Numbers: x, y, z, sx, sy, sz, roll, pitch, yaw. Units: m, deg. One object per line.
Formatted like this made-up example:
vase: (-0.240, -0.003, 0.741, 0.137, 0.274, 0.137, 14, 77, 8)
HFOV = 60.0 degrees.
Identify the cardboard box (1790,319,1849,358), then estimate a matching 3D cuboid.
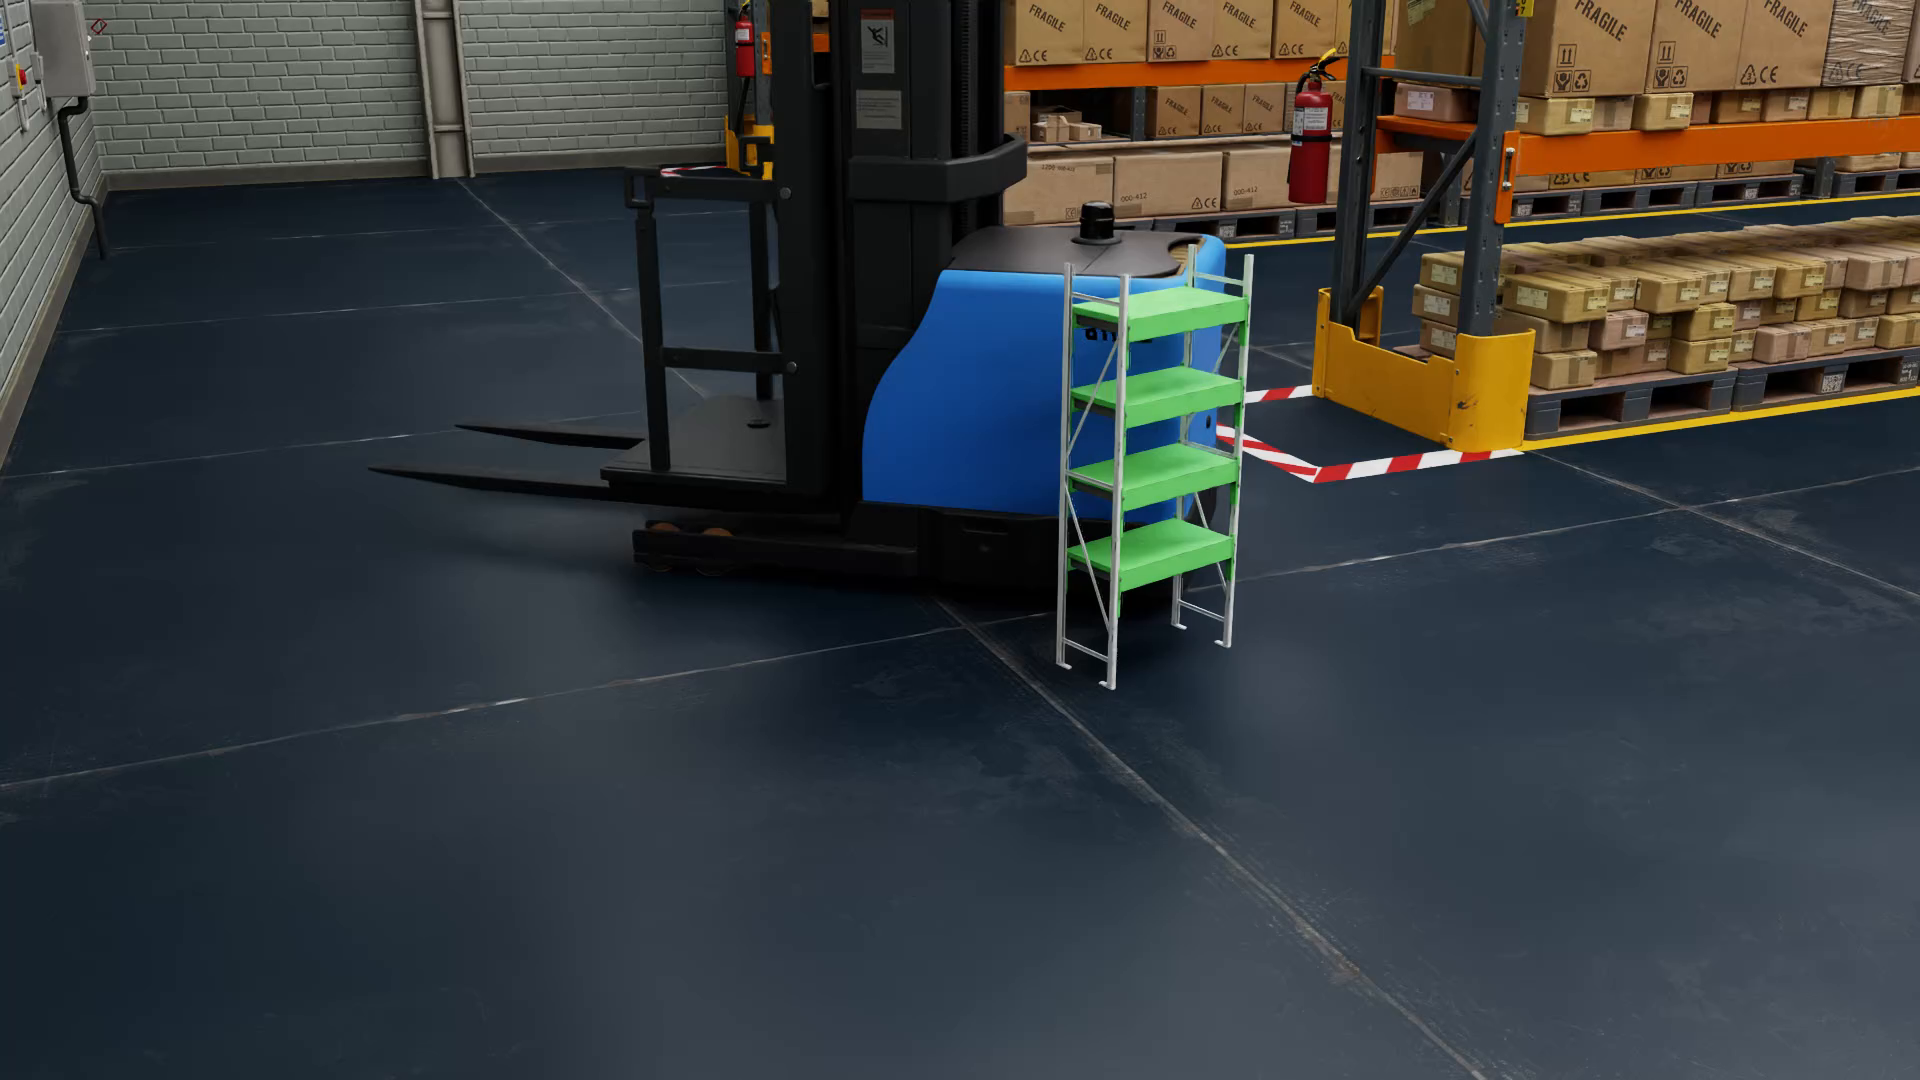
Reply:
cardboard box: (4.020, -0.999, 8.004, 0.250, 0.149, 0.380, -8, 21, -22)

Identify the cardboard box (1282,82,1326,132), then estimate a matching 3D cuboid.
cardboard box: (3.603, -4.721, 18.044, 0.500, 0.500, 0.500, -9, 21, -24)

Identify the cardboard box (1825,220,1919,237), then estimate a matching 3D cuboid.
cardboard box: (4.782, -1.579, 8.754, 0.250, 0.149, 0.380, -8, 21, -23)

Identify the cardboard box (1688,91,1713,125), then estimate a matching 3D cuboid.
cardboard box: (3.093, -1.932, 7.372, 0.250, 0.149, 0.380, -7, 21, -19)

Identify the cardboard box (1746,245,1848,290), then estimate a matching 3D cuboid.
cardboard box: (4.006, -1.308, 7.985, 0.250, 0.149, 0.380, -8, 21, -22)

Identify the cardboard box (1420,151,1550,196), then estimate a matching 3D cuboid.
cardboard box: (4.154, -3.291, 13.420, 0.875, 0.875, 0.875, -7, 21, -20)

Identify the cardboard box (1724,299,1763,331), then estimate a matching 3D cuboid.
cardboard box: (3.527, -1.094, 7.825, 0.250, 0.149, 0.380, -9, 21, -25)

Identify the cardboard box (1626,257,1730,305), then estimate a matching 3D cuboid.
cardboard box: (3.295, -1.191, 7.654, 0.250, 0.149, 0.380, -9, 21, -25)

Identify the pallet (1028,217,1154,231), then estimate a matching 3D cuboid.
pallet: (0.646, -2.277, 12.172, 1.213, 0.211, 1.003, -8, 21, -22)

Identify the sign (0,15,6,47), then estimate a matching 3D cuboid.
sign: (-5.262, -2.819, 9.105, 0.001, 0.218, 0.327, -8, 21, -22)

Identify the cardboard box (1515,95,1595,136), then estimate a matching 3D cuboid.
cardboard box: (2.424, -1.791, 6.971, 0.250, 0.149, 0.380, -8, 21, -22)

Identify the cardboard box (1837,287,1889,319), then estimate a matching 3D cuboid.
cardboard box: (4.274, -1.197, 8.117, 0.250, 0.149, 0.380, -9, 21, -24)

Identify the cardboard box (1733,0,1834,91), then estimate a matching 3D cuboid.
cardboard box: (3.454, -2.268, 7.349, 0.500, 0.500, 0.500, -8, 21, -21)

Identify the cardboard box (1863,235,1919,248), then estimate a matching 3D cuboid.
cardboard box: (4.732, -1.410, 8.275, 0.250, 0.149, 0.380, -7, 21, -20)

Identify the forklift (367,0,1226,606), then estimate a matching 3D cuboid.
forklift: (-0.630, -1.419, 5.640, 3.031, 2.935, 1.130, 5, 20, 14)

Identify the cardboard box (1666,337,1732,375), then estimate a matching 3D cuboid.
cardboard box: (3.316, -0.886, 7.683, 0.250, 0.149, 0.380, -8, 21, -21)

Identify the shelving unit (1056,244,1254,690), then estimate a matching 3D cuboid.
shelving unit: (0.558, -0.216, 4.830, 0.503, 1.200, 0.258, -15, 24, -36)

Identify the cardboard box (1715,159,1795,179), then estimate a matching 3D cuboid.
cardboard box: (6.622, -3.646, 14.428, 0.875, 0.875, 0.875, -8, 21, -22)

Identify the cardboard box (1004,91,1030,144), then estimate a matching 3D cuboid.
cardboard box: (0.326, -4.284, 16.805, 0.500, 0.500, 0.700, -9, 21, -24)

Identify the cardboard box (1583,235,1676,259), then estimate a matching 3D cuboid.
cardboard box: (3.311, -1.403, 8.256, 0.250, 0.149, 0.380, -7, 21, -20)

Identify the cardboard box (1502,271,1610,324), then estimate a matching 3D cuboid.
cardboard box: (2.612, -1.066, 7.299, 0.250, 0.149, 0.380, -9, 21, -24)

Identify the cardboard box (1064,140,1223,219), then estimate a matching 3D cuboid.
cardboard box: (1.346, -2.693, 12.380, 0.875, 0.438, 0.875, -8, 21, -20)

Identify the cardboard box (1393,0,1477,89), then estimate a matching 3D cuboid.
cardboard box: (2.307, -2.292, 7.417, 0.500, 0.500, 0.500, -8, 21, -21)

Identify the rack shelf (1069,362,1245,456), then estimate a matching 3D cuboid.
rack shelf: (0.558, -0.383, 4.772, 0.480, 0.148, 0.258, -15, 24, -36)

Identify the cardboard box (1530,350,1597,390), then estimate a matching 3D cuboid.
cardboard box: (2.604, -0.792, 7.415, 0.250, 0.149, 0.380, -8, 21, -21)

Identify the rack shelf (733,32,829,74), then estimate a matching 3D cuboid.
rack shelf: (-0.190, -4.900, 16.506, 4.000, 0.370, 1.077, -8, 21, -22)

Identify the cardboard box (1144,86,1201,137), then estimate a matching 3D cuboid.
cardboard box: (2.180, -4.517, 17.465, 0.500, 0.500, 0.500, -7, 21, -20)

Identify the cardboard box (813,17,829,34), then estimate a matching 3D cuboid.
cardboard box: (-1.401, -4.865, 15.701, 0.250, 0.149, 0.380, -8, 21, -21)

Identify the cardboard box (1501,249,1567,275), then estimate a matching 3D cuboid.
cardboard box: (2.636, -1.264, 7.859, 0.250, 0.149, 0.380, -8, 21, -21)

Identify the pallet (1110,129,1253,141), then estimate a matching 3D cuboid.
pallet: (2.378, -4.306, 17.934, 1.213, 0.211, 1.003, -8, 21, -22)

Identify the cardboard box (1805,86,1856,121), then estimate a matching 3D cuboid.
cardboard box: (3.836, -2.012, 7.598, 0.250, 0.149, 0.380, -7, 21, -20)

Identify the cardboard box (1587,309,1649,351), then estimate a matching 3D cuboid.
cardboard box: (2.853, -0.970, 7.474, 0.250, 0.149, 0.380, -8, 21, -22)

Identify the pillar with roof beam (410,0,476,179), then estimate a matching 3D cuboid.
pillar with roof beam: (-3.154, -6.414, 10.688, 0.400, 9.000, 9.100, -8, 21, -22)

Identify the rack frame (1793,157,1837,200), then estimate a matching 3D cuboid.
rack frame: (7.289, -4.516, 14.331, 0.127, 3.000, 1.000, -8, 21, -22)

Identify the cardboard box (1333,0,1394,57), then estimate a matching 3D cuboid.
cardboard box: (2.821, -3.828, 12.228, 0.500, 0.500, 0.500, -9, 21, -23)

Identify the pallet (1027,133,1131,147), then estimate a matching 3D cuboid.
pallet: (1.015, -4.097, 17.341, 1.213, 0.211, 1.003, -8, 21, -22)

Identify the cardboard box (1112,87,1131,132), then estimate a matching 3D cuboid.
cardboard box: (1.980, -4.677, 17.919, 0.500, 0.500, 0.500, -8, 21, -22)

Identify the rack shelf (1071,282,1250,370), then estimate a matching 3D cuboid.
rack shelf: (0.558, -0.609, 4.692, 0.480, 0.148, 0.258, -15, 24, -36)

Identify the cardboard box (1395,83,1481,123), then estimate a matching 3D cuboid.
cardboard box: (2.184, -1.978, 7.501, 0.250, 0.149, 0.380, -8, 21, -22)

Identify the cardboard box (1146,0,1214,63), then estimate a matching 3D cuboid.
cardboard box: (1.425, -3.623, 11.644, 0.500, 0.500, 0.500, -8, 21, -22)

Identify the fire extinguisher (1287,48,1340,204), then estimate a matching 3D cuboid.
fire extinguisher: (1.583, -1.862, 7.473, 0.183, 0.674, 0.296, -8, 21, -22)

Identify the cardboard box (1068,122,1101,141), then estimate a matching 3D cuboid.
cardboard box: (1.251, -4.193, 17.075, 0.250, 0.149, 0.380, -9, 21, -24)

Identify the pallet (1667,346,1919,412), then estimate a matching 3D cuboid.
pallet: (3.945, -0.917, 8.309, 1.213, 0.211, 1.003, -8, 21, -22)

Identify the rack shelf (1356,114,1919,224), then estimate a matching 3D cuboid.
rack shelf: (3.833, -1.891, 7.959, 4.000, 0.370, 1.077, -8, 21, -22)

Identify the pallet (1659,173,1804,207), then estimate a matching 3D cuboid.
pallet: (6.535, -3.120, 14.565, 1.213, 0.211, 1.003, -8, 21, -22)

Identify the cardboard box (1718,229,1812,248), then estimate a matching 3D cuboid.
cardboard box: (4.068, -1.468, 8.439, 0.250, 0.149, 0.380, -9, 21, -24)

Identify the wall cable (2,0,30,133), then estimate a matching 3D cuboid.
wall cable: (-5.225, -3.208, 9.041, 0.123, 1.953, 0.585, -8, 21, -22)
